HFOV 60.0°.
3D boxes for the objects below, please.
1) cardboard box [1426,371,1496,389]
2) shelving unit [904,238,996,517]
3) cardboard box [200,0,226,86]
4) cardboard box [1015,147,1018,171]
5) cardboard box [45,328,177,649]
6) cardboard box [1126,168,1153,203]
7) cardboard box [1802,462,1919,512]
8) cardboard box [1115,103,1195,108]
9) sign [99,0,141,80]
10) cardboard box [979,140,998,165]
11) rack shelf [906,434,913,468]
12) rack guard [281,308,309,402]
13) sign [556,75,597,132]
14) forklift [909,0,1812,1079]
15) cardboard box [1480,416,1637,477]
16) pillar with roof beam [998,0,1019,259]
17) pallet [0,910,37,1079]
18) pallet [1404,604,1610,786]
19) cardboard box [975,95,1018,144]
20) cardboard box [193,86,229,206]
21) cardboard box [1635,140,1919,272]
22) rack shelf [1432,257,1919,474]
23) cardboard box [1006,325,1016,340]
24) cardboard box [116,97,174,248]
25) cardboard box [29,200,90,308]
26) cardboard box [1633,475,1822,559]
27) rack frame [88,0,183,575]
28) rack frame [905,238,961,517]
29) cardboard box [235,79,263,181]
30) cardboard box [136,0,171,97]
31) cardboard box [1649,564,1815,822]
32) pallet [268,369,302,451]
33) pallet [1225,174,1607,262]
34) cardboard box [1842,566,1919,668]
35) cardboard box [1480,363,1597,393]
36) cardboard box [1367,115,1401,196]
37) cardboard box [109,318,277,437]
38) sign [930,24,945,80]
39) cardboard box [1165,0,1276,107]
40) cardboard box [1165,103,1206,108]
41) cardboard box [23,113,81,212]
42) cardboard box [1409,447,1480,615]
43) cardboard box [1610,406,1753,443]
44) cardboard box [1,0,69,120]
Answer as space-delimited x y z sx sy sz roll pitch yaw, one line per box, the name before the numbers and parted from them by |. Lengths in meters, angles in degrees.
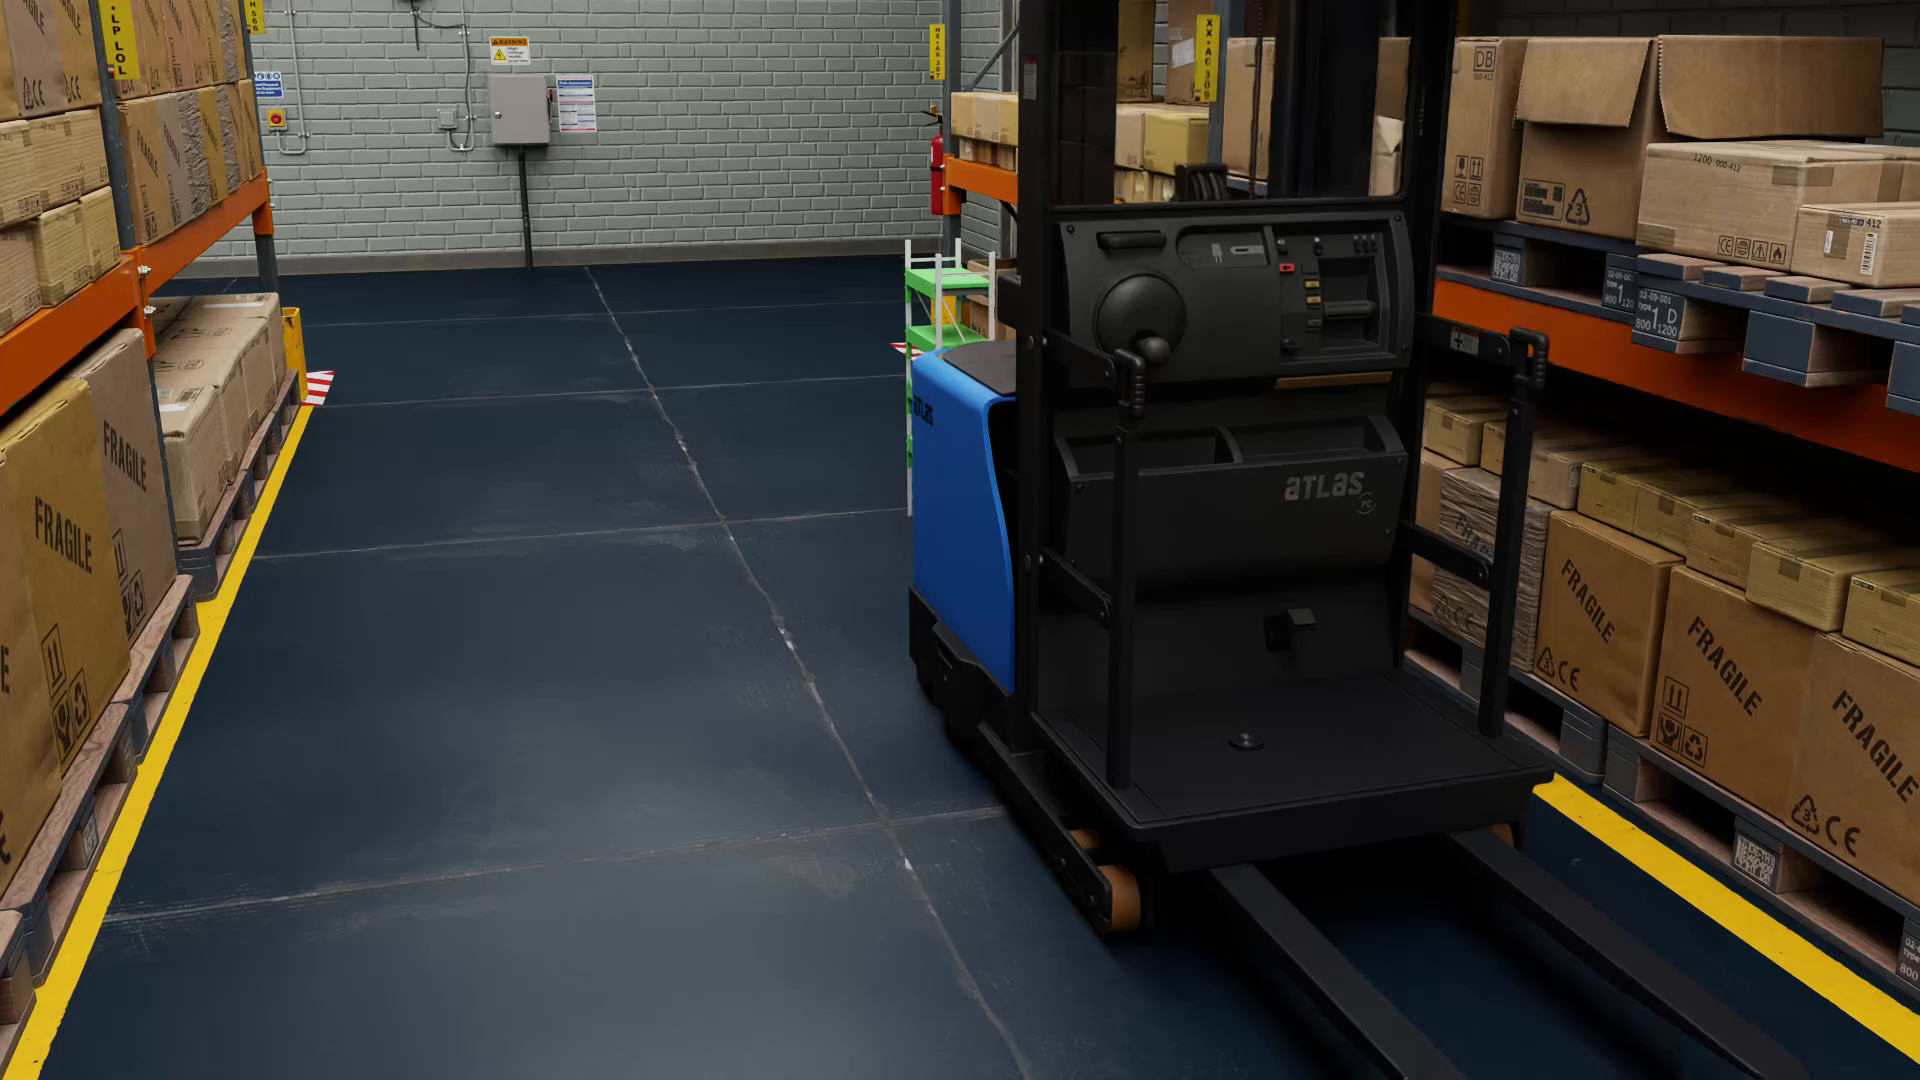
cardboard box | 1.649 -0.490 5.858 0.380 0.149 0.250 -5 17 -16
shelving unit | -0.046 -0.620 6.932 0.258 1.200 0.503 -5 17 -15
cardboard box | -3.719 -2.357 7.674 0.500 0.500 0.500 -5 17 -16
cardboard box | 0.522 -2.100 9.167 0.380 0.149 0.250 -4 17 -14
cardboard box | -3.038 -0.136 5.155 0.875 0.875 0.875 -4 17 -14
cardboard box | 0.969 -1.600 7.500 0.380 0.149 0.250 -4 17 -14
cardboard box | 2.564 -0.109 4.589 0.380 0.149 0.250 -6 18 -18
cardboard box | 0.835 -1.980 8.073 0.500 0.250 0.500 -5 17 -16
sign | -2.766 -1.680 5.456 0.100 0.325 0.005 -5 17 -15
cardboard box | 0.328 -2.318 9.892 0.380 0.149 0.250 -4 17 -14
rack shelf | -0.046 -0.329 7.019 0.258 0.148 0.480 -5 17 -15
rack guard | -4.391 -1.034 9.525 1.175 0.500 0.348 -5 17 -15
sign | -3.479 -3.959 15.082 0.329 0.494 0.001 -5 17 -15
forklift | 0.755 -0.609 3.886 1.130 2.935 3.031 -5 17 -16
cardboard box | 1.850 -0.277 5.148 0.380 0.149 0.250 -5 17 -15
pillar with roof beam | -3.627 -5.968 11.177 9.100 9.000 0.400 -5 17 -15
pallet | -2.330 1.100 2.923 1.003 0.211 1.213 -5 17 -15
pallet | 2.085 0.384 5.306 1.003 0.211 1.213 -5 17 -15
cardboard box | 0.391 -2.402 9.479 0.500 0.250 0.500 -5 17 -15
cardboard box | -3.569 -1.736 7.345 0.500 0.500 0.500 -4 17 -14
cardboard box | 1.984 -0.800 3.934 0.500 0.250 0.500 -6 18 -18
rack shelf | 2.036 -0.614 5.031 1.077 0.370 4.000 -5 17 -15
cardboard box | 0.661 -1.206 9.367 0.700 0.500 0.500 -4 17 -13
cardboard box | -3.163 -1.316 5.946 0.500 0.500 0.500 -4 17 -13
cardboard box | -2.781 -0.801 4.665 0.500 0.250 0.500 -5 17 -16
cardboard box | 2.043 -0.062 4.433 0.380 0.149 0.250 -4 17 -14
rack frame | -3.285 -1.118 5.460 1.000 3.000 0.127 -5 17 -15
rack frame | -0.113 -0.688 7.157 0.240 1.200 0.015 -5 17 -15
cardboard box | -3.998 -2.160 8.754 0.500 0.500 0.500 -5 17 -15
cardboard box | -3.316 -1.936 6.270 0.500 0.500 0.500 -5 17 -16
cardboard box | 2.135 0.352 4.182 0.500 0.500 0.500 -5 17 -16
pallet | -4.090 -0.674 8.829 1.003 0.211 1.213 -5 17 -15
pallet | 1.601 -1.190 6.033 1.003 0.211 1.213 -5 17 -15
cardboard box | 2.206 0.164 3.680 0.380 0.149 0.250 -6 18 -18
cardboard box | 2.113 -0.539 6.021 0.380 0.149 0.250 -6 18 -18
cardboard box | 1.499 -1.234 5.348 0.396 0.266 0.258 -4 17 -13
cardboard box | -3.848 -0.771 8.029 0.875 0.438 0.875 -4 17 -14
sign | -0.135 -2.989 10.185 0.100 0.325 0.005 -5 17 -15
cardboard box | 1.333 -2.374 8.082 0.500 0.500 0.500 -5 17 -17
cardboard box | 1.325 -2.021 8.211 0.500 0.250 0.500 -4 17 -14
cardboard box | -2.786 -1.045 4.609 0.500 0.250 0.500 -4 17 -14
cardboard box | 1.692 -0.079 5.616 0.500 0.500 0.500 -5 17 -17
cardboard box | 2.302 -0.320 5.291 0.380 0.149 0.250 -5 18 -17
cardboard box | -2.772 -1.398 4.482 0.500 0.500 0.500 -4 17 -14
